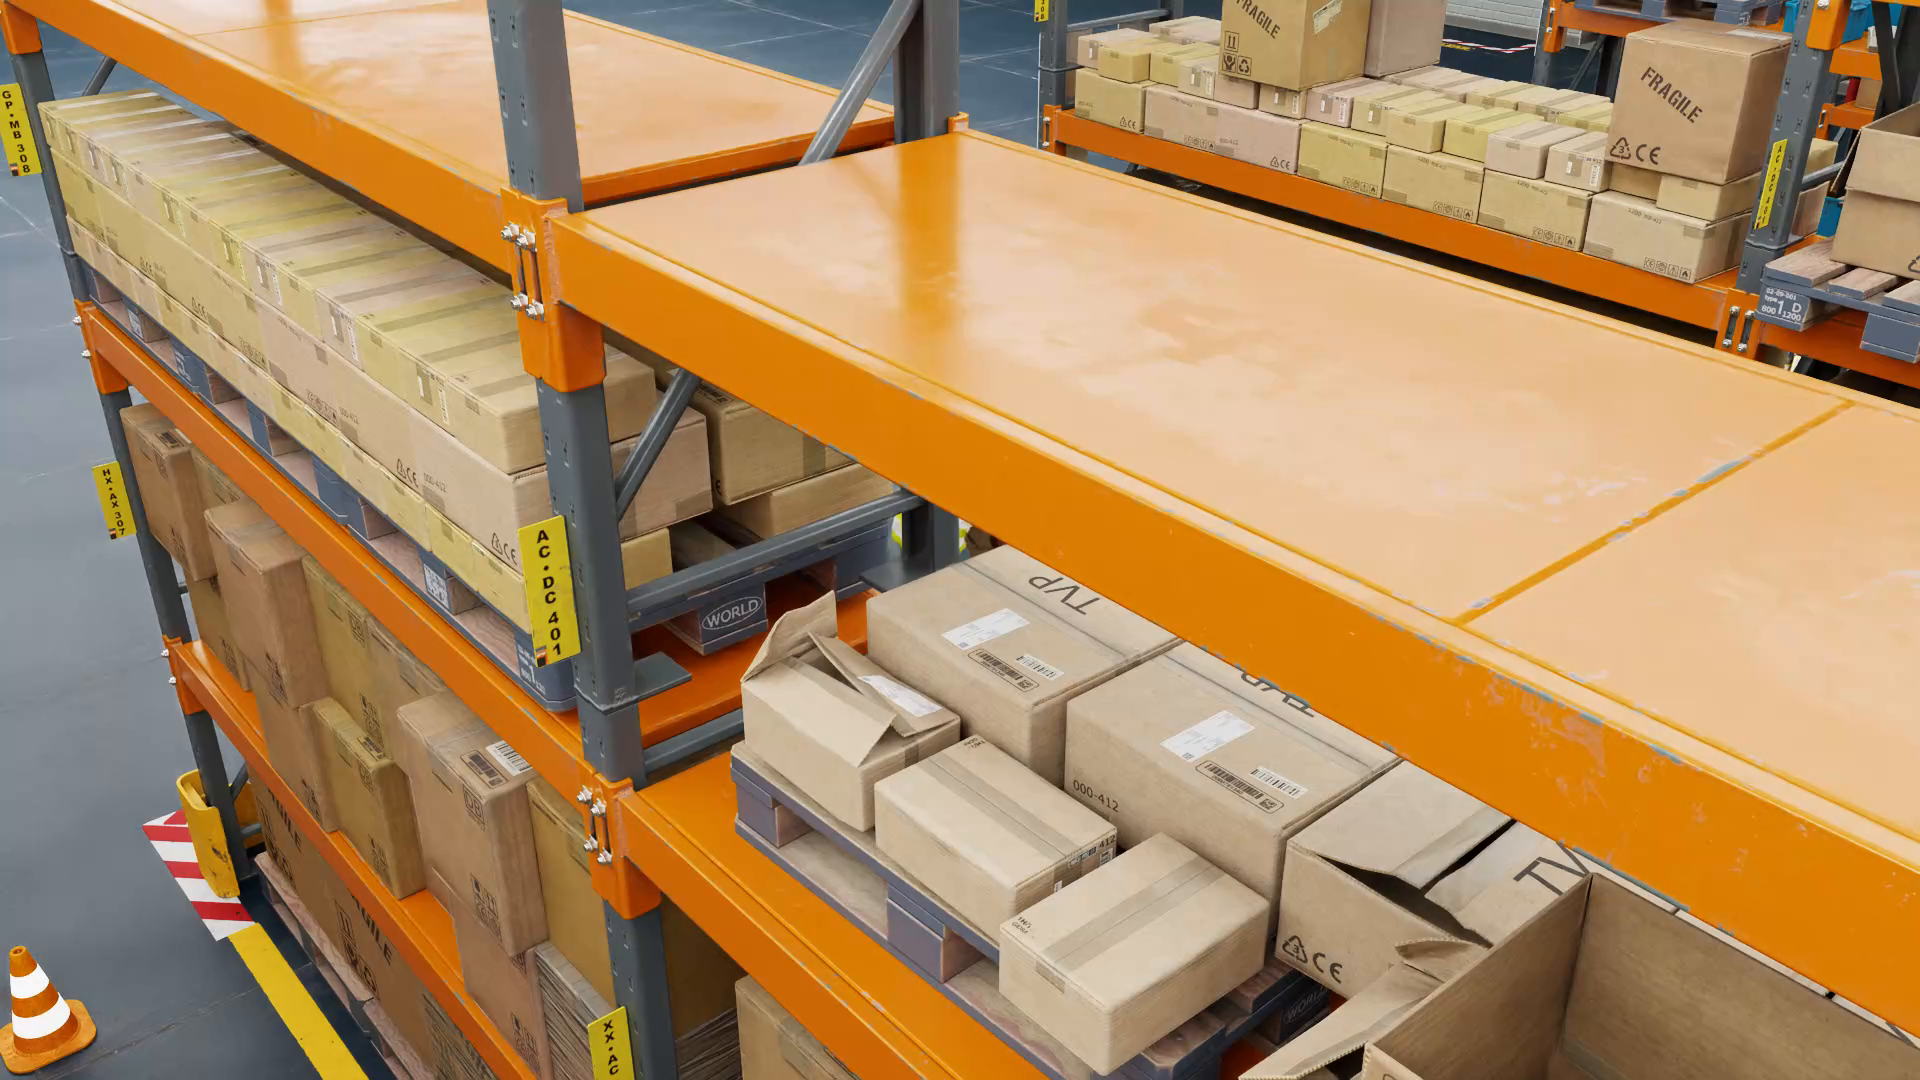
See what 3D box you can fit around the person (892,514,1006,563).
[{"bbox_3d":[0.009,0.008,8.991,0.802,1.542,0.488,-23,36,-36],"label":"person"}]
